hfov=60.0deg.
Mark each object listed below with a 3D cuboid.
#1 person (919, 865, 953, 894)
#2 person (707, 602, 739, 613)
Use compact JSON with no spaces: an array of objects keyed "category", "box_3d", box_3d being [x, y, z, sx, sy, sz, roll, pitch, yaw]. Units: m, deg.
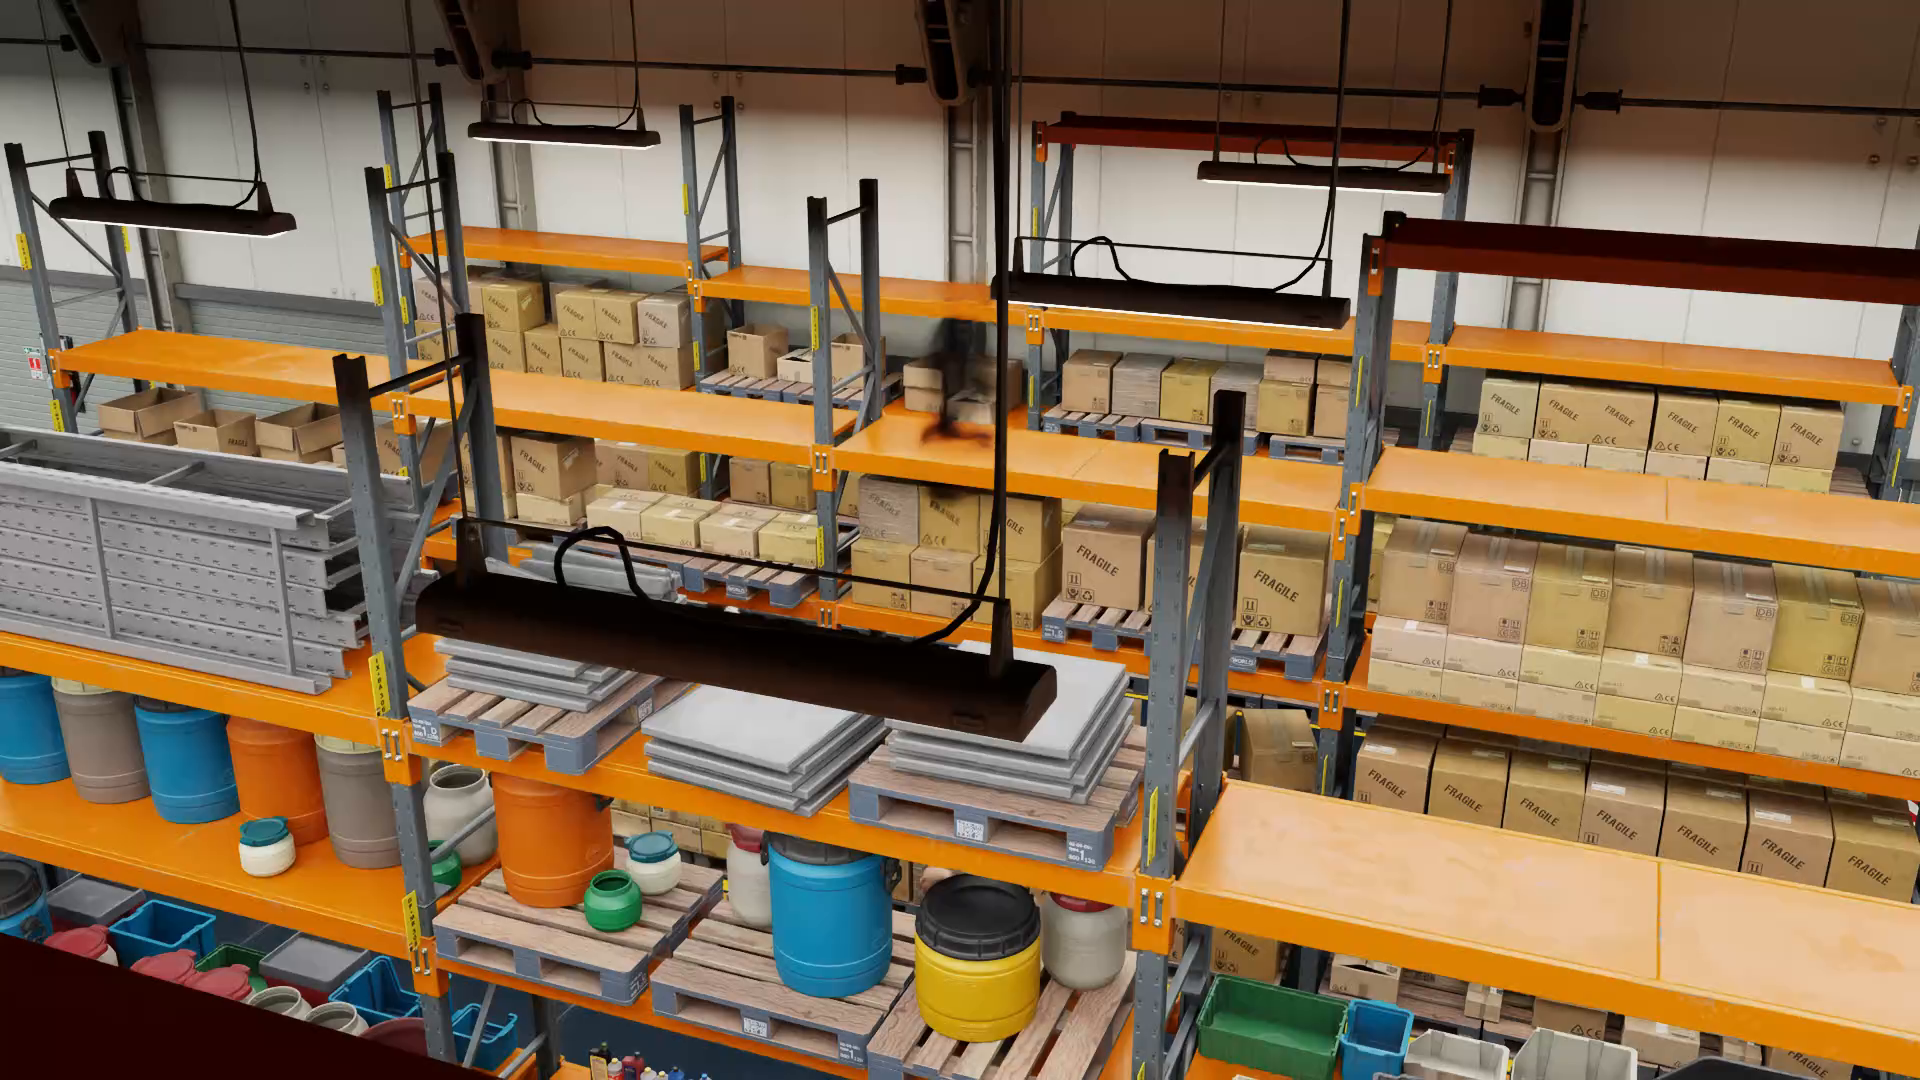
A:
[{"category":"person","box_3d":[-0.178,3.075,11.875,0.716,1.733,0.690,4,21,12]},{"category":"person","box_3d":[-2.300,1.266,16.575,0.853,1.831,0.651,5,21,12]}]
